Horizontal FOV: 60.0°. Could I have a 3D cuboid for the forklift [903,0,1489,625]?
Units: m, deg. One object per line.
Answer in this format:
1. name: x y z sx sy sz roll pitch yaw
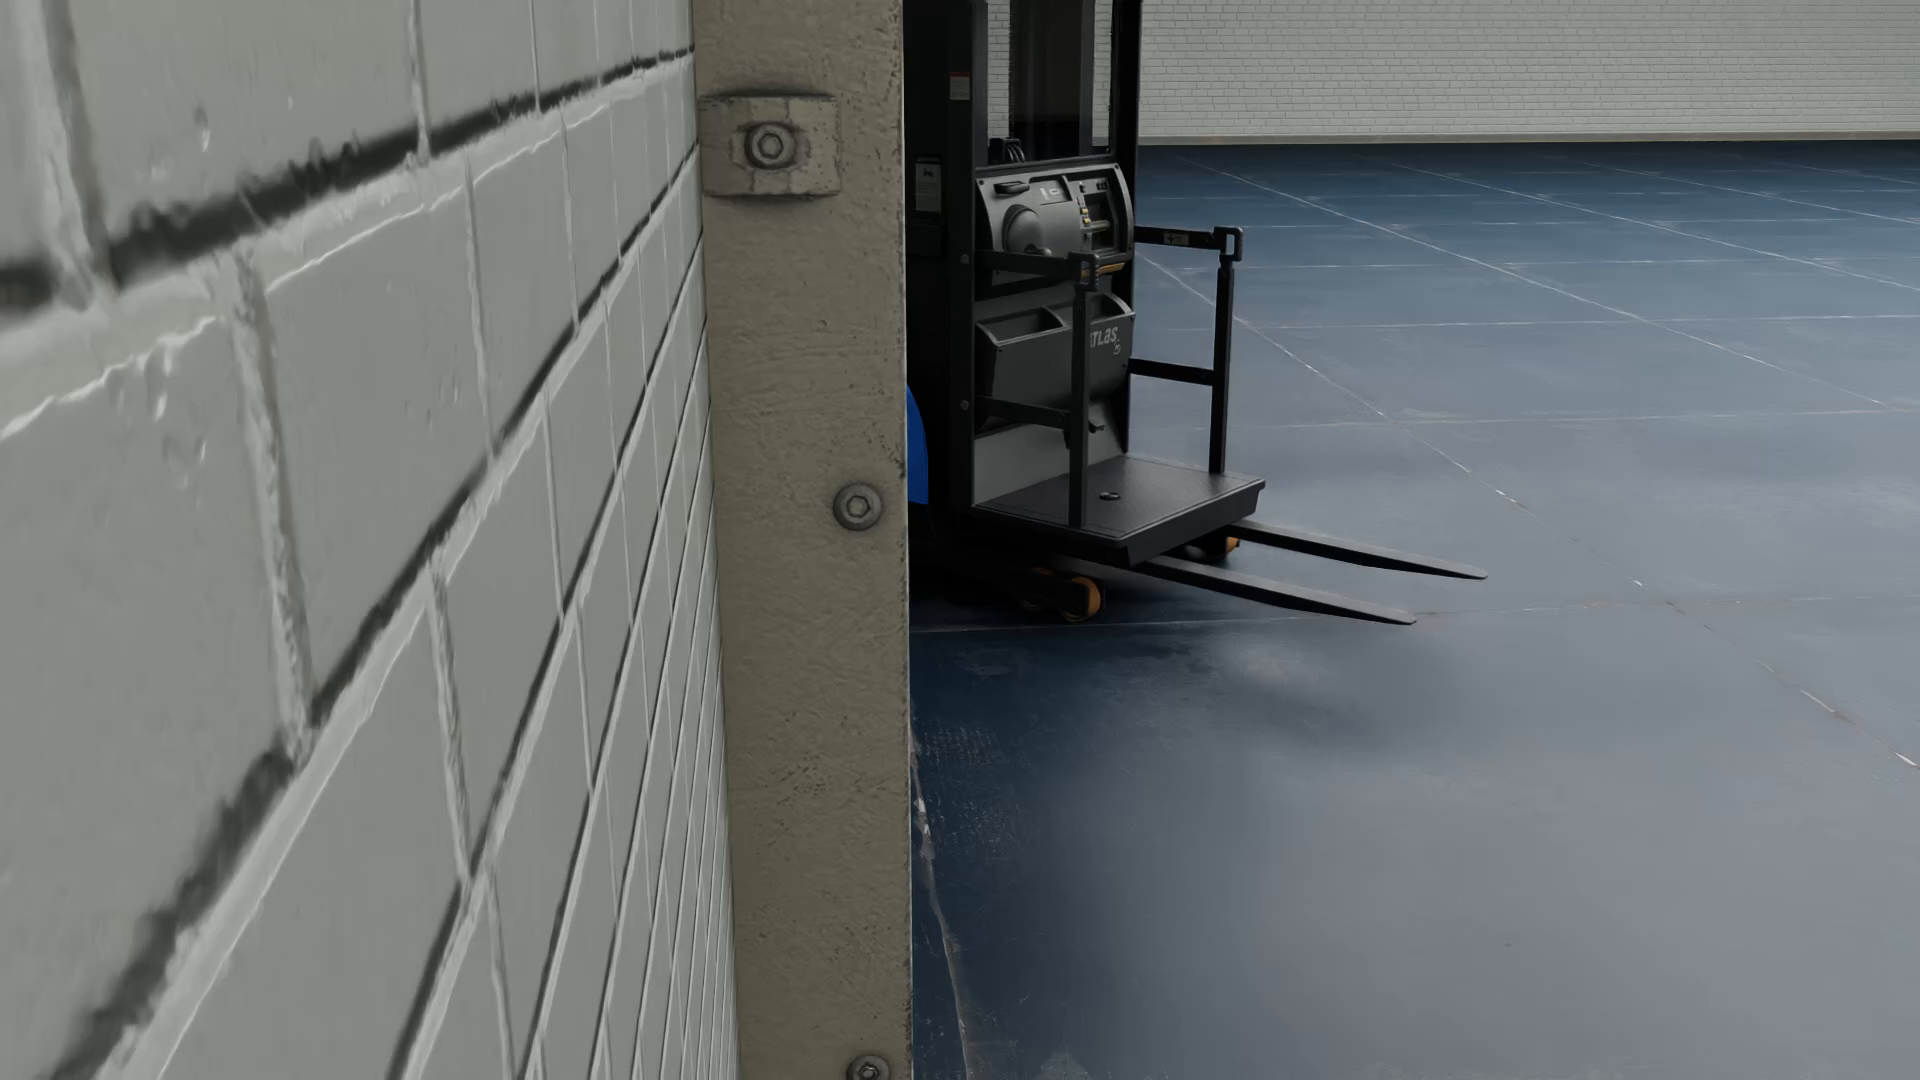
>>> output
1. forklift: 0.541 -1.271 6.334 3.031 2.935 1.130 14 22 37
